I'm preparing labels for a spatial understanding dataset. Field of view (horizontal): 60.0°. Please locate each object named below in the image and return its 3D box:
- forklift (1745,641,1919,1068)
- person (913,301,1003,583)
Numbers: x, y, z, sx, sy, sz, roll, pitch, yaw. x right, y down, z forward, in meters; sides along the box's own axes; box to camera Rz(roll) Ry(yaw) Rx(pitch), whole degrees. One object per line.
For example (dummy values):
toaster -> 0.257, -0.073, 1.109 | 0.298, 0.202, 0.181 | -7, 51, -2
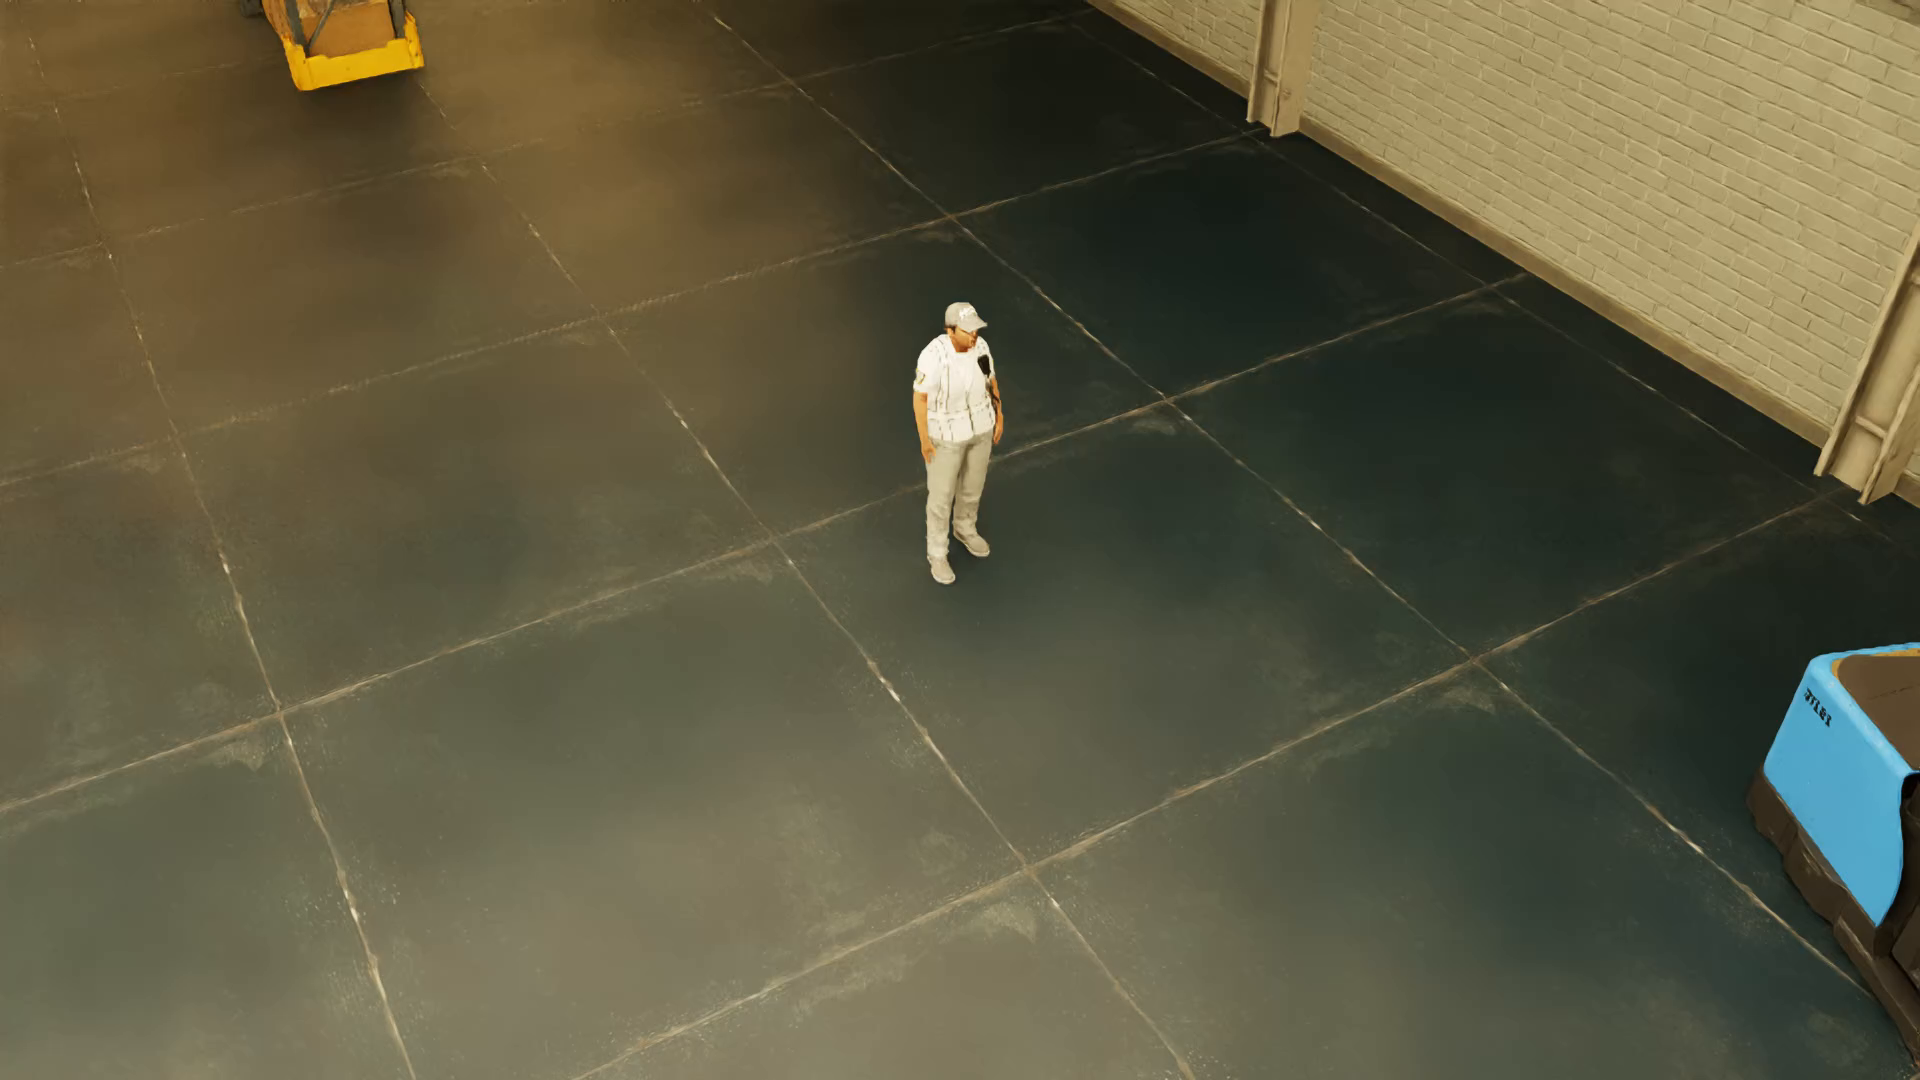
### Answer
forklift -> 4.822, 1.126, 6.678 | 1.130, 2.935, 3.031 | -7, 40, -8
person -> 0.019, -0.598, 9.735 | 0.598, 1.669, 0.529 | -20, 44, -23
